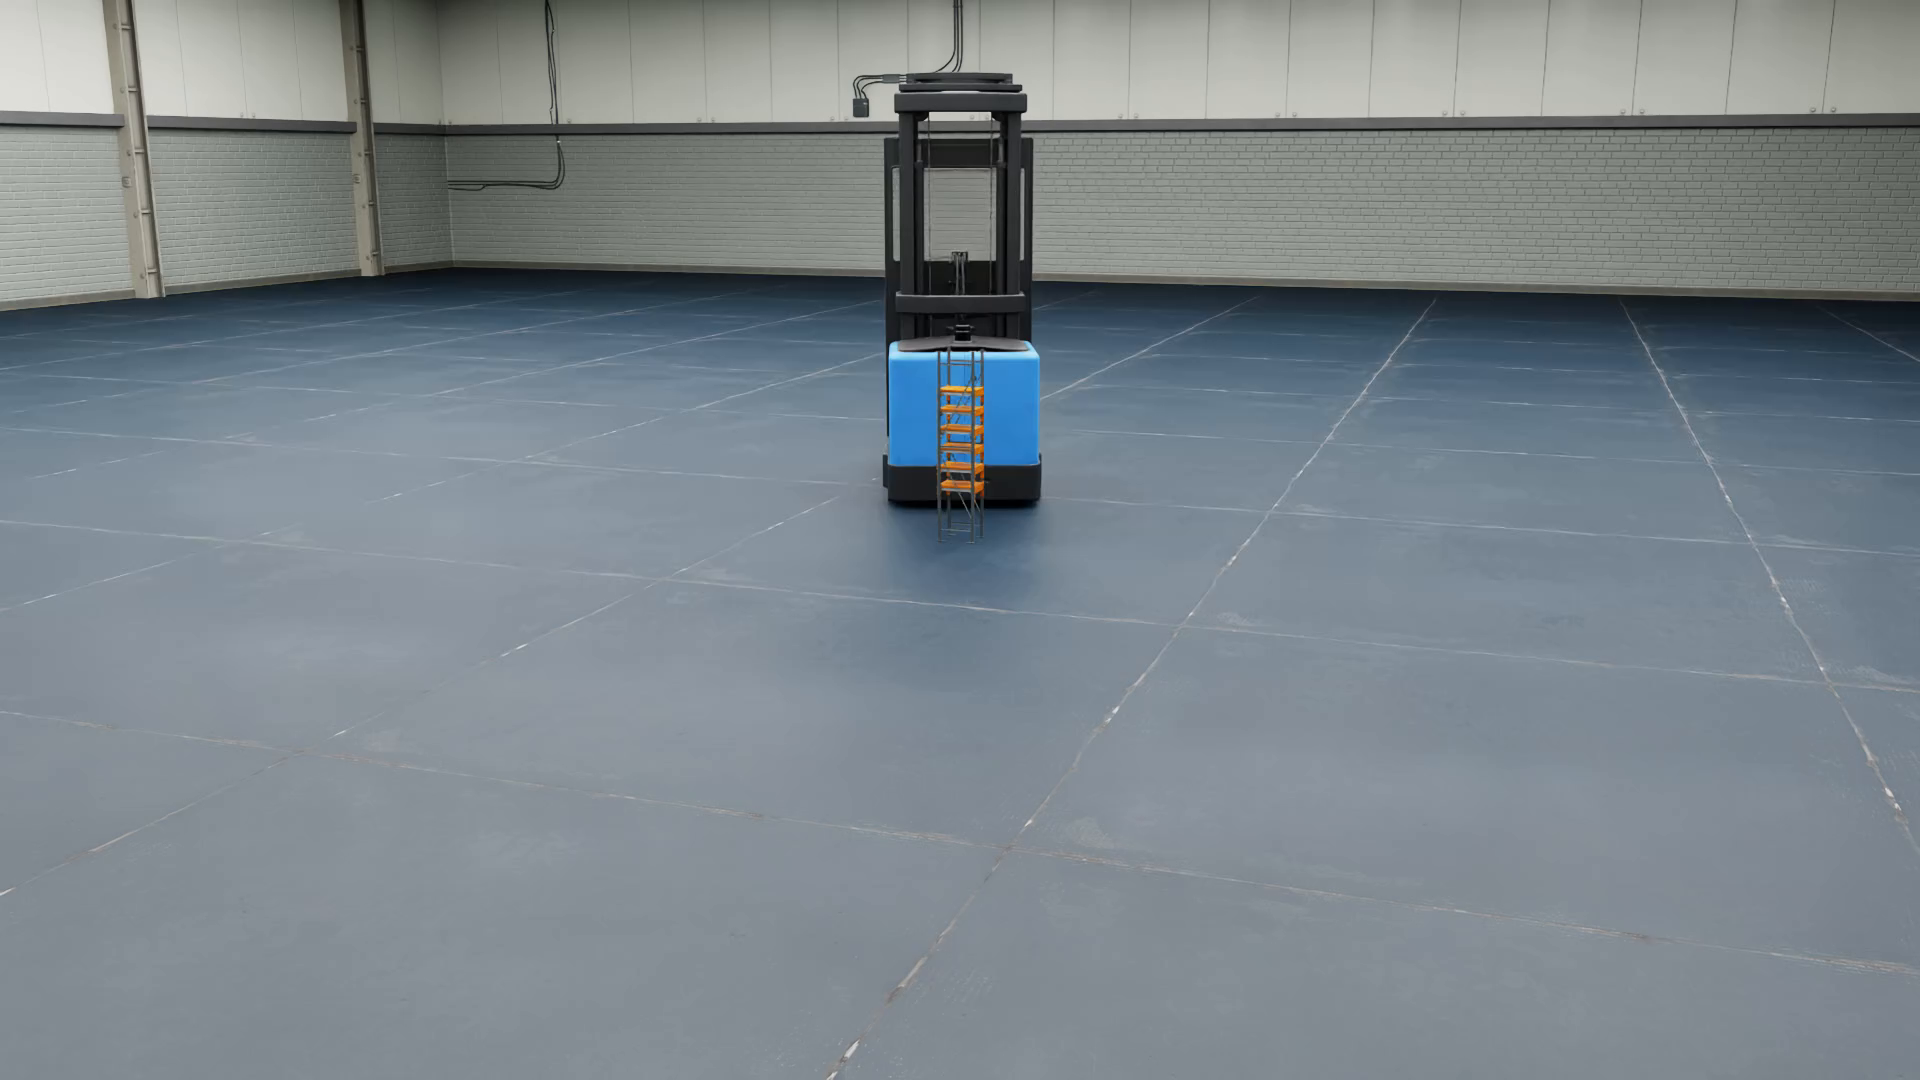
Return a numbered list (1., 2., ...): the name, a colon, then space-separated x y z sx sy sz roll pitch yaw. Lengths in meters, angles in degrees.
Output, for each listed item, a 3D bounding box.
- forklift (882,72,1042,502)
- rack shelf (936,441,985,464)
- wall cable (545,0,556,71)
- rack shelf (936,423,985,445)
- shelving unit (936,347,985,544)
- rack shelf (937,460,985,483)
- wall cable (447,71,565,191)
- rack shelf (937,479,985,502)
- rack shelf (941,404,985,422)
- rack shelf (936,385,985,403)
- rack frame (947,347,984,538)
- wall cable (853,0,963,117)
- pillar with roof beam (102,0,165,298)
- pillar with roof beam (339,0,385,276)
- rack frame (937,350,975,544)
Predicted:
1. forklift: -0.020 -1.966 12.515 1.130 2.935 3.031 0 13 -2
2. rack shelf: 0.005 -0.545 10.378 0.258 0.103 0.180 4 14 18
3. wall cable: -7.471 -11.179 34.871 3.097 2.526 0.112 4 14 18
4. rack shelf: 0.005 -0.662 10.351 0.258 0.103 0.180 4 14 18
5. shelving unit: 0.005 -0.588 10.368 0.258 1.200 0.189 4 14 18
6. rack shelf: 0.005 -0.428 10.404 0.258 0.103 0.180 4 14 18
7. wall cable: -10.031 -8.911 36.286 3.097 2.526 0.112 4 14 18
8. rack shelf: 0.005 -0.311 10.431 0.258 0.103 0.180 4 14 18
9. rack shelf: 0.005 -0.779 10.324 0.258 0.103 0.180 4 14 18
10. rack shelf: 0.005 -0.896 10.298 0.258 0.103 0.180 4 14 18
11. rack frame: 0.034 -0.607 10.452 0.240 1.200 0.006 4 14 18
12. wall cable: -1.053 -11.396 32.553 2.305 6.003 0.169 4 14 18
13. pillar with roof beam: -10.103 -8.327 26.747 9.100 9.000 0.400 4 14 18
14. pillar with roof beam: -8.162 -9.590 32.282 9.100 9.000 0.400 4 14 18
15. rack frame: -0.025 -0.569 10.283 0.240 1.200 0.006 4 14 18
